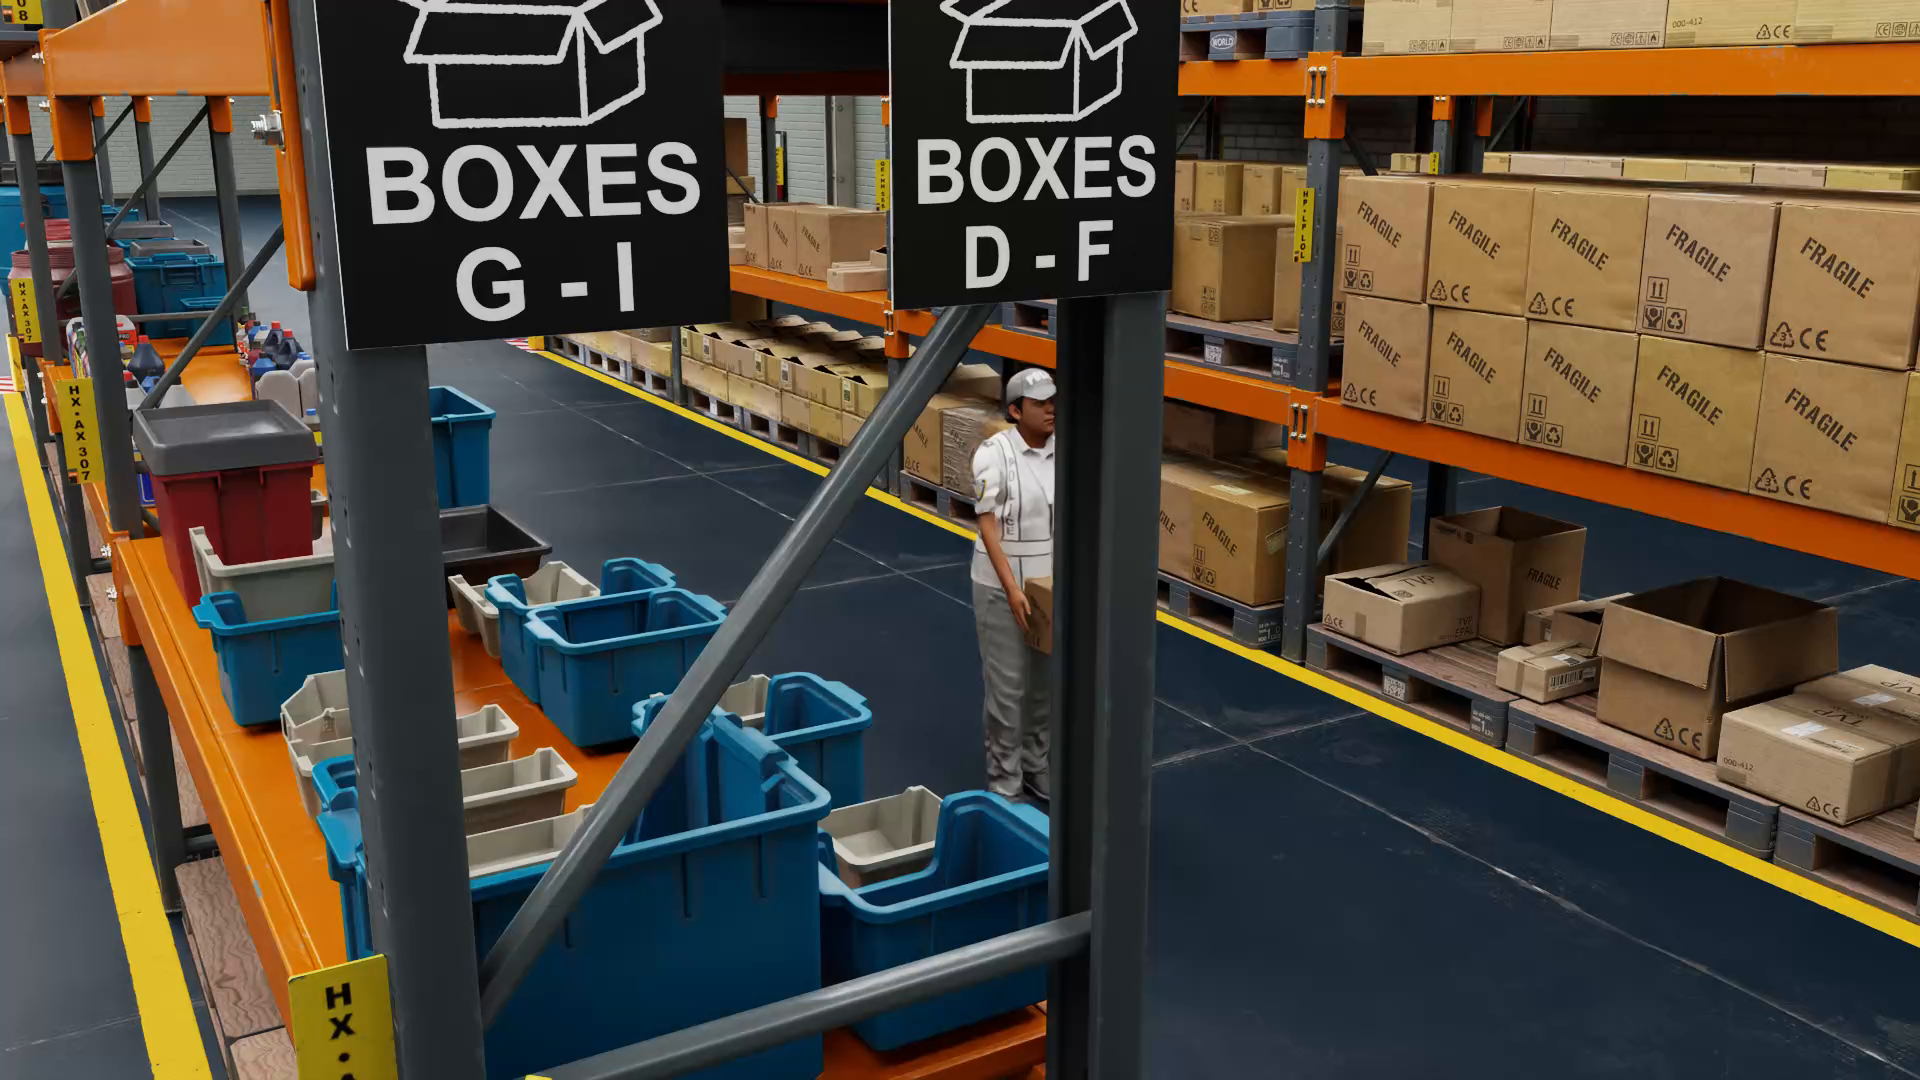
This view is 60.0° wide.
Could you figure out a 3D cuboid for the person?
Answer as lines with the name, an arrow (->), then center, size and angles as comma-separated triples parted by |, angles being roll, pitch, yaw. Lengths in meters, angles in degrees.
person -> 0.303, 0.201, 6.229 | 0.502, 1.671, 0.512 | -9, 17, -30
